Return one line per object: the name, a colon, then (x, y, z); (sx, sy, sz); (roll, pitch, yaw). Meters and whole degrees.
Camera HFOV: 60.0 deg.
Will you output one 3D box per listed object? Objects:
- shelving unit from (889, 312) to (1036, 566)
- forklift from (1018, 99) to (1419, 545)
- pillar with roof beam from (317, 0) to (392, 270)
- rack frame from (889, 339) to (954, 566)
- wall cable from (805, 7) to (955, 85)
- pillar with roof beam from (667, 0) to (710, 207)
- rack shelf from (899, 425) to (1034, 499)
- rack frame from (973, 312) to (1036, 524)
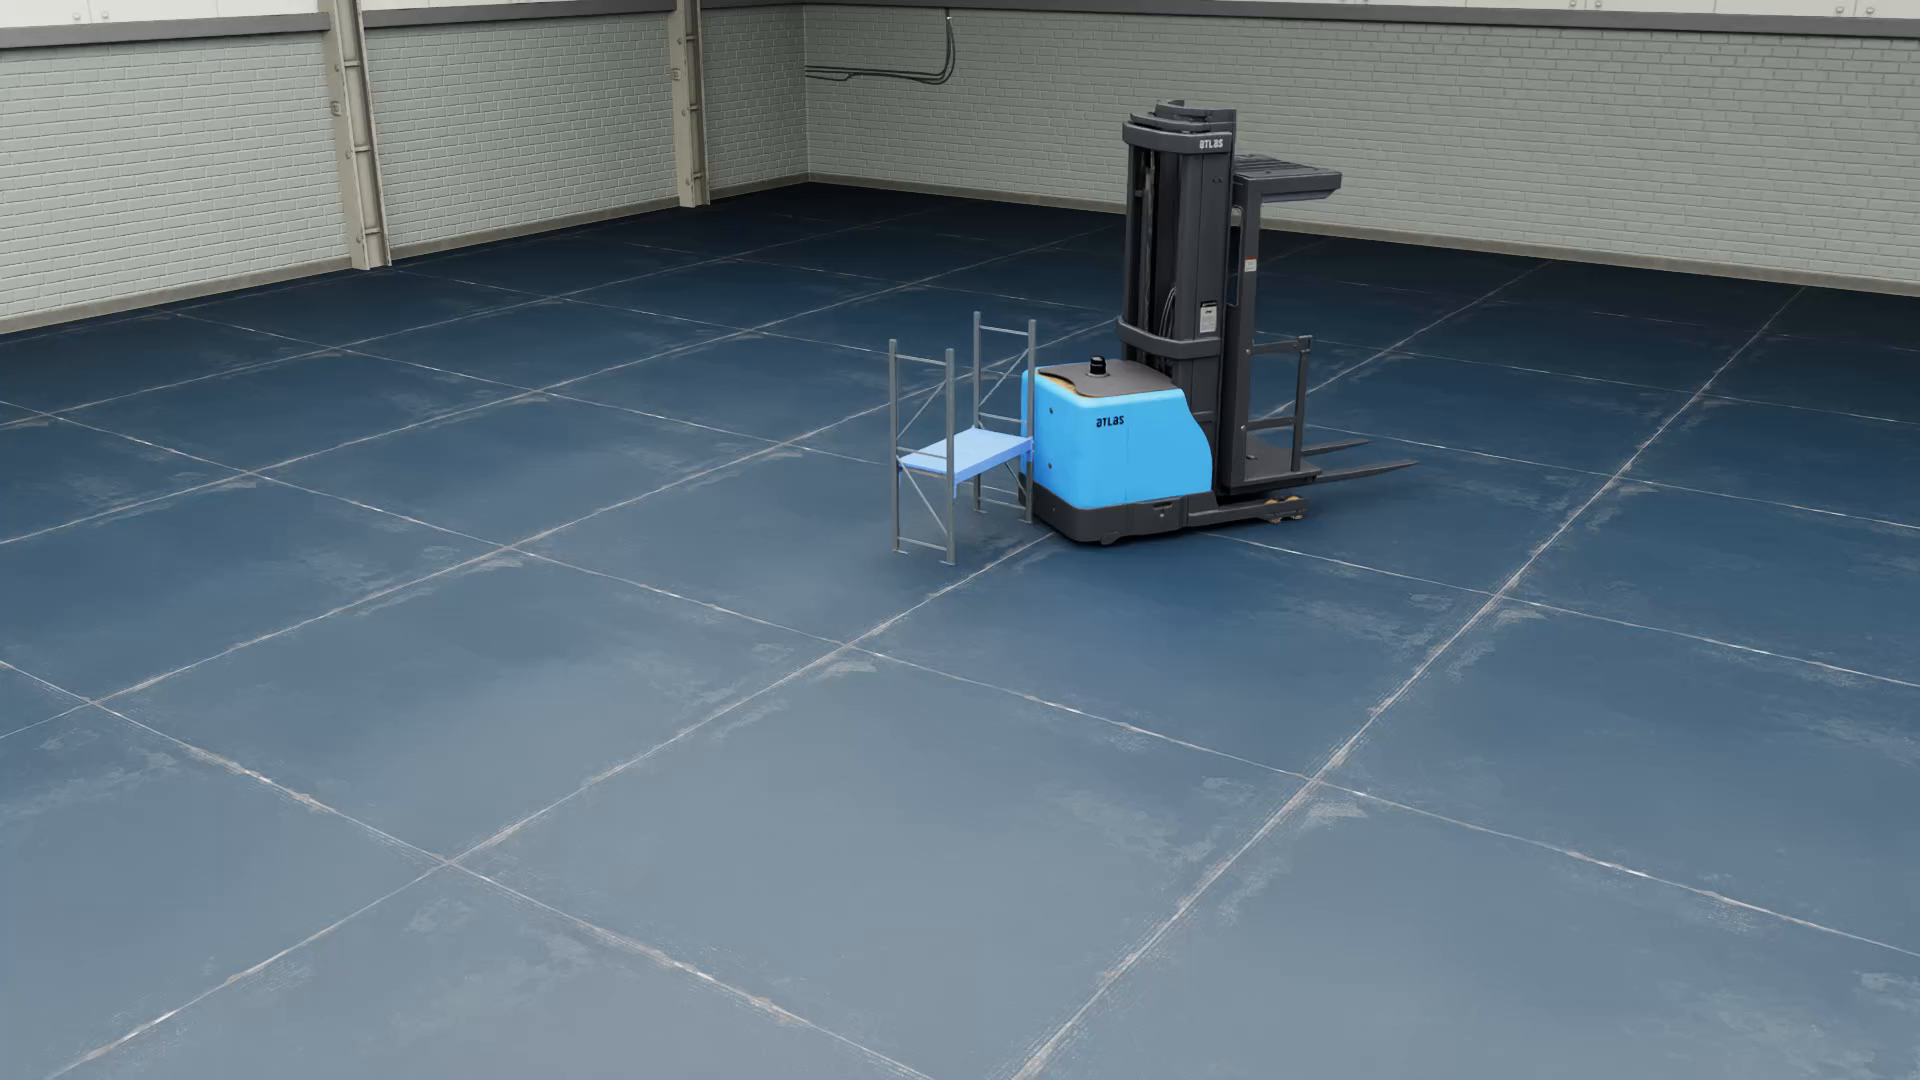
shelving unit: (0.029, -0.725, 11.563); (0.538, 1.500, 1.048); (13, 24, 32)
forklift: (1.996, -1.657, 12.021); (3.031, 2.935, 1.130); (-9, 22, -22)
pillar with roof beam: (-3.939, -6.868, 17.362); (9.100, 9.000, 0.400); (13, 24, 32)
rack frame: (-0.255, -0.579, 11.167); (0.500, 1.500, 0.032); (13, 24, 32)
wall cable: (-1.377, -8.561, 26.413); (3.097, 2.526, 0.112); (13, 24, 32)
pillar with roof beam: (-0.566, -8.590, 22.016); (9.100, 9.000, 0.400); (13, 24, 32)
rack shelf: (0.029, -0.556, 11.625); (0.538, 0.185, 1.000); (13, 24, 32)
rack frame: (0.314, -0.871, 11.958); (0.500, 1.500, 0.032); (13, 24, 32)
